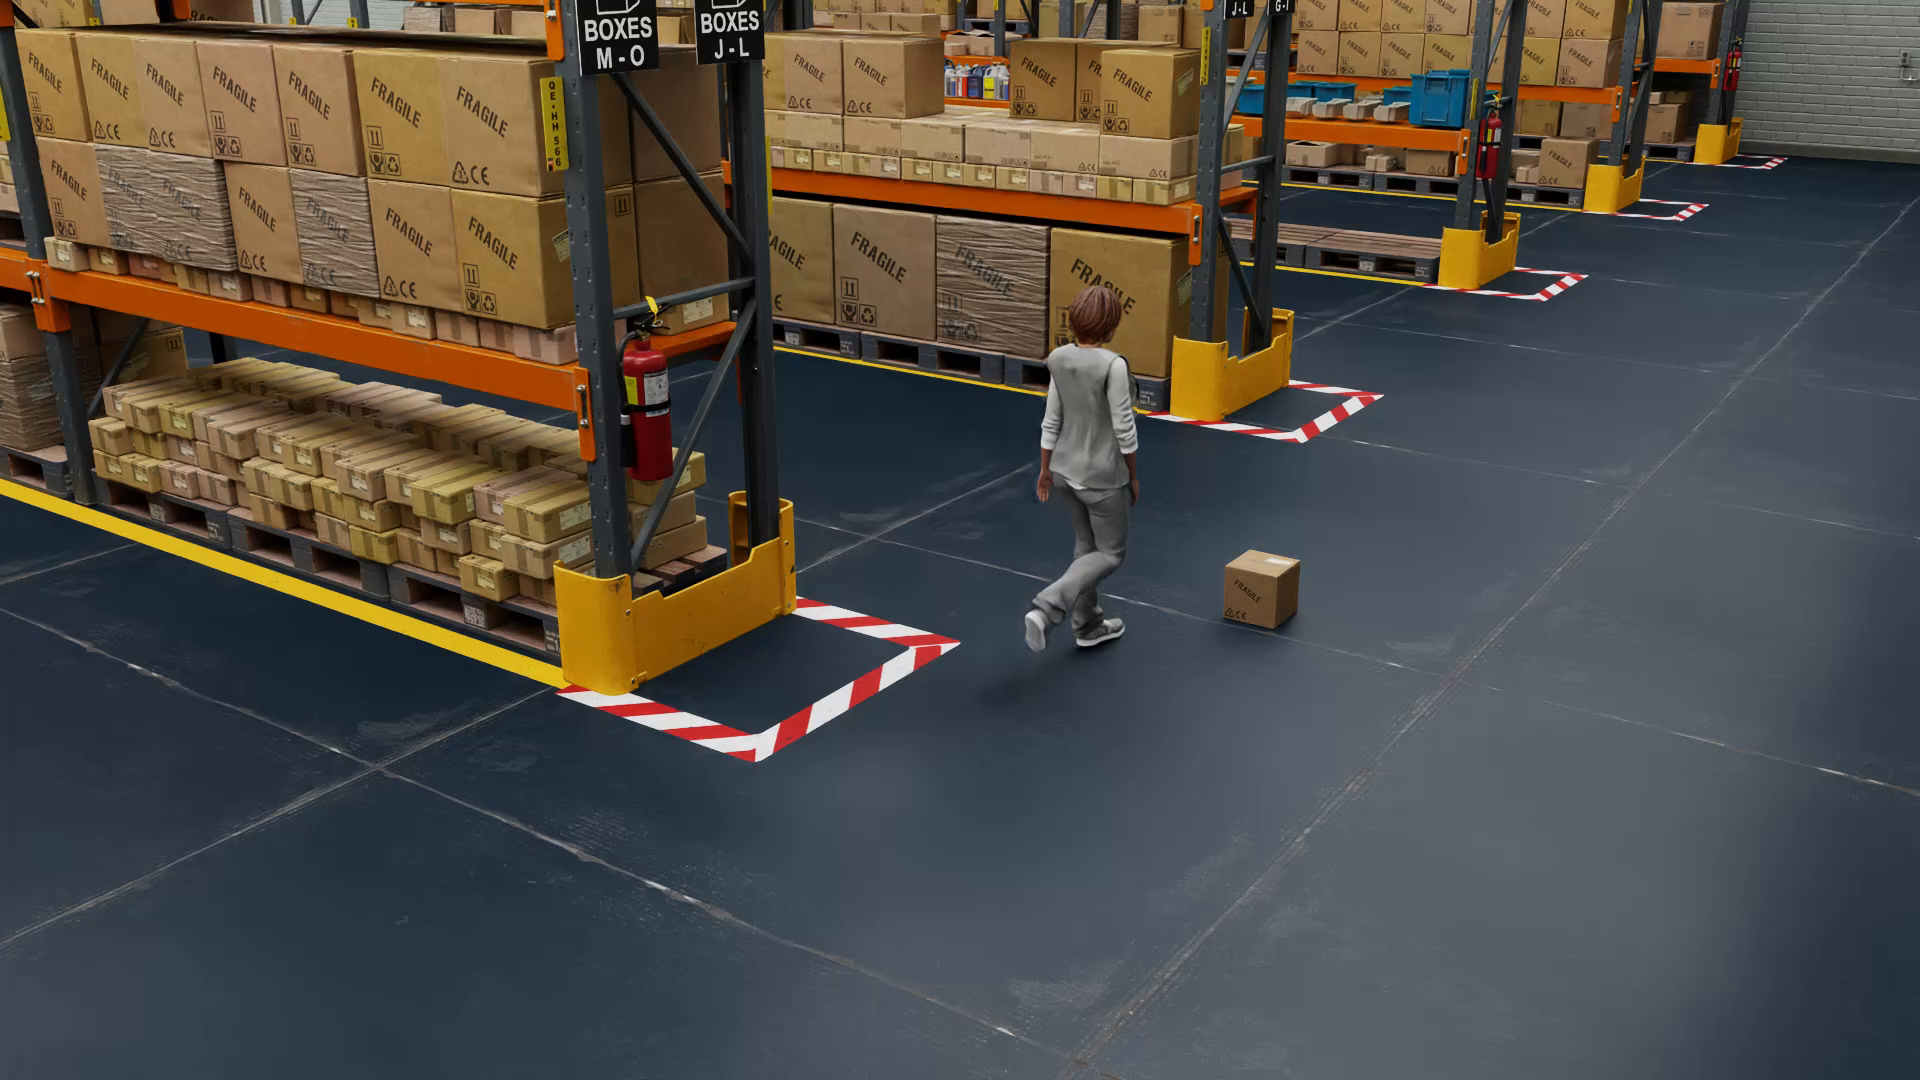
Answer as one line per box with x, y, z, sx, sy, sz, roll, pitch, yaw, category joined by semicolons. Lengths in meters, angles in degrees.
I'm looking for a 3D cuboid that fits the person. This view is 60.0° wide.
0.494;-0.247;6.751;0.676;1.571;0.451;-15;25;-36;person
